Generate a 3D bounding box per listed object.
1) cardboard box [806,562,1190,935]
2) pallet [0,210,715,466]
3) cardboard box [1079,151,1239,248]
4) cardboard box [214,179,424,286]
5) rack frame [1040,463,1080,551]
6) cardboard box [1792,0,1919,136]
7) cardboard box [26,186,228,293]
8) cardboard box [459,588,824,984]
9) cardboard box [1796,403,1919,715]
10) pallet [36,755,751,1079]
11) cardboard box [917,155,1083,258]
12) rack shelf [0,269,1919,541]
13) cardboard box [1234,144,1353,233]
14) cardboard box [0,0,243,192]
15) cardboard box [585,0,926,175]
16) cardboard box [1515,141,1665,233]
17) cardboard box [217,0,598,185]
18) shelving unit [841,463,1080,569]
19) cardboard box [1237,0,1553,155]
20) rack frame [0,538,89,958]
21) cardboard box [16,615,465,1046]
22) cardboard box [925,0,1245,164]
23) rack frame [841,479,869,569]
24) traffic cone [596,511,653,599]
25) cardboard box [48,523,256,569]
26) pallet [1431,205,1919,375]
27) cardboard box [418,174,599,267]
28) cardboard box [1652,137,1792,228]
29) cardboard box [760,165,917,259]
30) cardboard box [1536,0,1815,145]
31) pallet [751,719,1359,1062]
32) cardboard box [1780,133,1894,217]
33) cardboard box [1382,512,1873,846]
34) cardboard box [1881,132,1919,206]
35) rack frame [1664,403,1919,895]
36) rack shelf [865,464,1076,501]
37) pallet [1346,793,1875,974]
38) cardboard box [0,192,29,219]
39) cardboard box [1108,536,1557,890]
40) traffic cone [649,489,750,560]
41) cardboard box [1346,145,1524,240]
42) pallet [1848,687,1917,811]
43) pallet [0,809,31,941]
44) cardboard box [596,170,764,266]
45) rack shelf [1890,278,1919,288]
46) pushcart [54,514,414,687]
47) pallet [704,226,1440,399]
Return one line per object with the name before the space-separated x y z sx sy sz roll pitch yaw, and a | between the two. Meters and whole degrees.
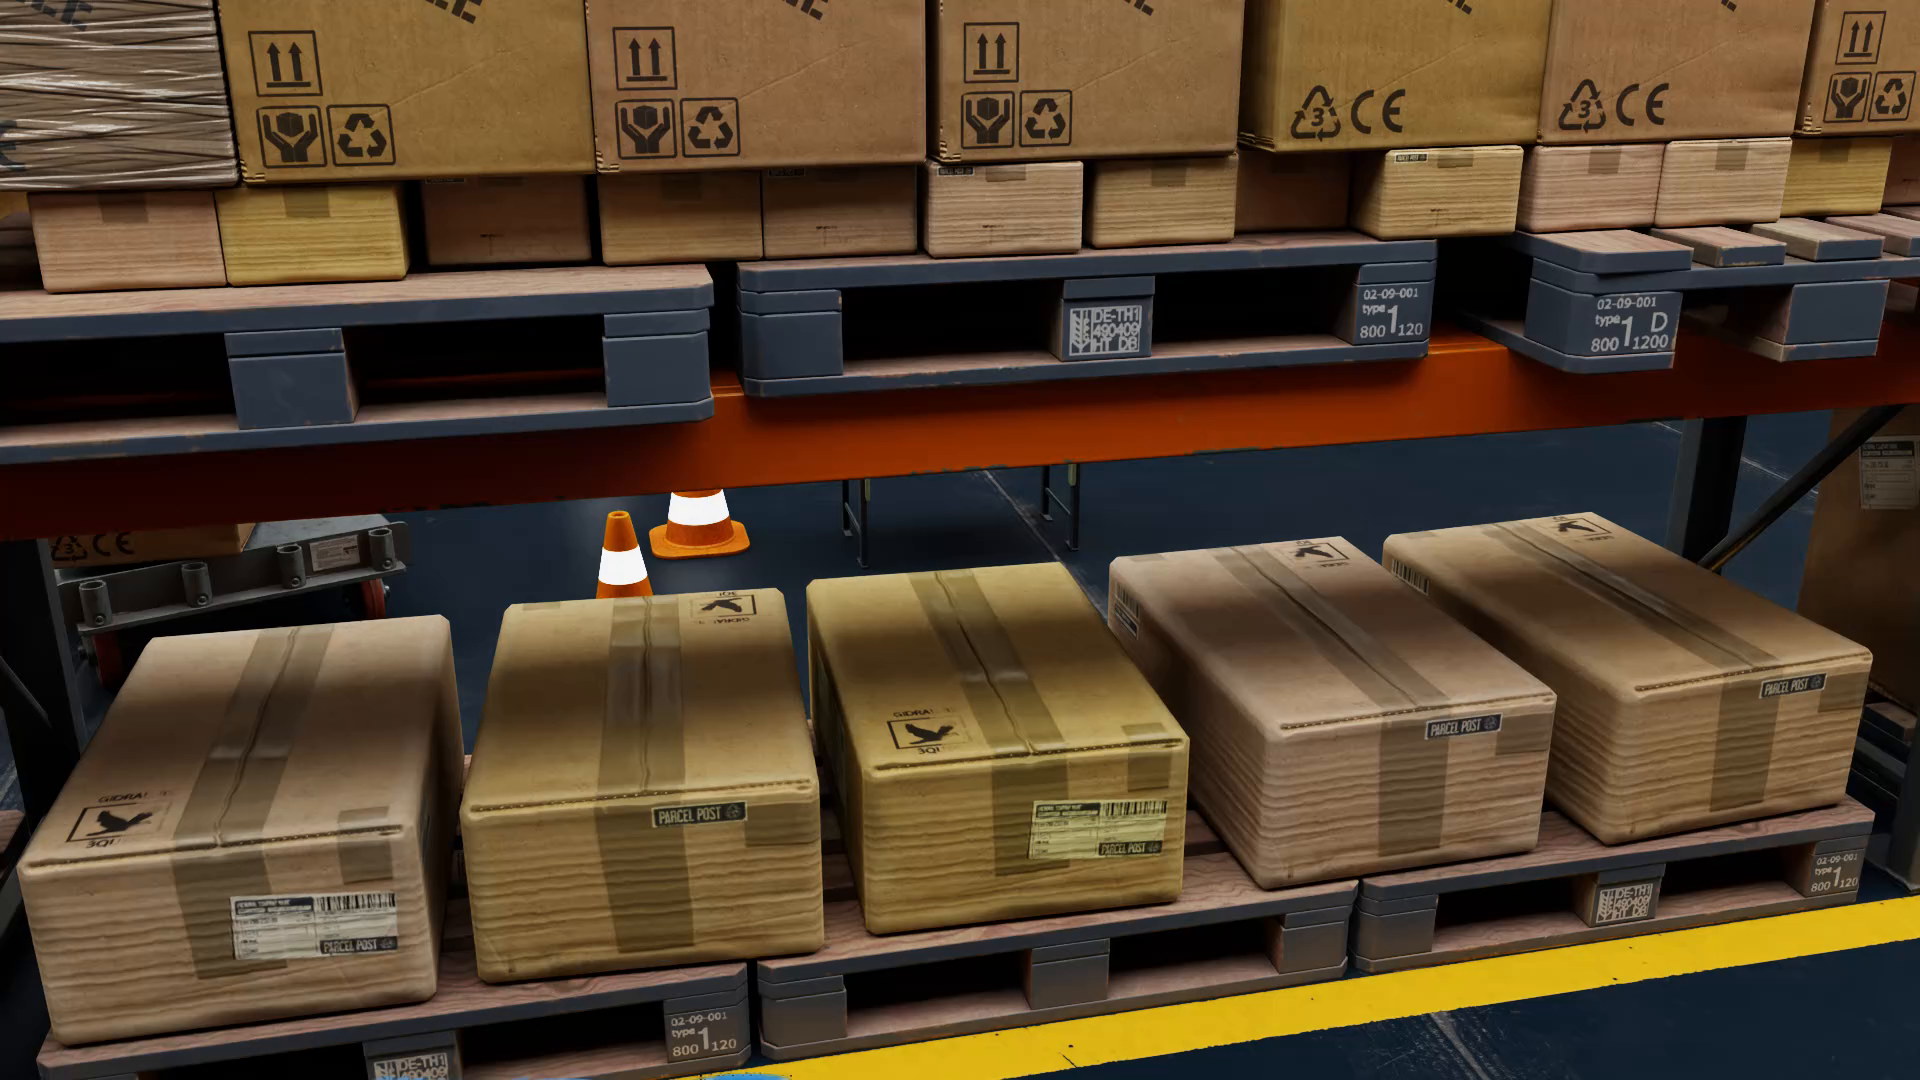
cardboard box | 0.038 0.401 3.568 0.625 0.372 0.950 -4 20 -11
pallet | -1.069 -0.401 2.828 1.213 0.211 1.003 -5 21 -12
cardboard box | 0.292 -0.621 2.905 0.250 0.149 0.380 -5 21 -14
cardboard box | -0.991 -0.513 2.610 0.250 0.149 0.380 -4 21 -11
rack frame | 0.350 -0.733 5.634 0.023 1.500 0.400 -5 21 -12
cardboard box | 1.668 -1.051 3.134 0.500 0.500 0.500 -5 21 -14
cardboard box | -1.236 -0.497 2.564 0.250 0.149 0.380 -4 21 -12
cardboard box | -0.638 0.457 3.416 0.625 0.372 0.950 -3 20 -9
cardboard box | 2.737 -0.022 3.993 0.875 0.875 0.875 -5 21 -13
pallet | -1.089 0.768 3.412 1.213 0.211 1.003 -5 21 -12
cardboard box | 0.039 -0.590 2.820 0.250 0.149 0.380 -4 20 -10
rack shelf | 0.100 -0.300 3.318 4.000 0.370 1.077 -5 21 -12
cardboard box | 0.517 -0.669 3.034 0.250 0.149 0.380 -4 21 -12
cardboard box | -1.324 -0.804 2.461 0.500 0.500 0.500 -4 21 -11
cardboard box | -0.353 -0.879 2.664 0.500 0.500 0.500 -5 21 -13
cardboard box | 1.055 -0.673 3.045 0.250 0.149 0.380 -6 21 -15
cardboard box | -0.837 -0.844 2.570 0.500 0.500 0.500 -5 21 -12
shelving unit | -0.006 -0.704 5.555 0.755 1.500 0.431 -5 21 -12
cardboard box | 0.676 -0.966 2.902 0.500 0.500 0.500 -6 21 -16
rack frame | -1.847 -0.479 2.762 0.127 3.000 1.000 -5 21 -12
cardboard box | -1.337 0.515 3.258 0.625 0.372 0.950 -4 21 -12
cardboard box | 0.145 -0.923 2.785 0.500 0.500 0.500 -6 21 -15
rack frame | -0.363 -0.675 5.476 0.023 1.500 0.400 -5 21 -12
traffic cone | -0.962 0.145 4.746 0.334 0.463 0.336 -5 21 -12
cardboard box | -2.285 -0.255 4.682 0.500 0.500 0.500 -5 21 -12
pallet | 1.377 -0.614 3.408 1.003 0.211 1.213 -5 21 -12
cardboard box | -0.733 -0.561 2.741 0.250 0.149 0.380 -3 20 -9
cardboard box | 1.302 -0.690 3.092 0.250 0.149 0.380 -5 21 -13
cardboard box | -0.232 -0.587 2.810 0.250 0.149 0.380 -4 21 -12
cardboard box | 1.167 -1.006 3.012 0.500 0.500 0.500 -5 21 -13
pallet | 0.100 0.670 3.678 1.213 0.211 1.003 -5 21 -12
cardboard box | 1.537 -0.725 3.188 0.250 0.149 0.380 -4 21 -12
cardboard box | 1.494 0.282 3.893 0.625 0.372 0.950 -6 21 -16
cardboard box | 1.781 -0.770 3.312 0.250 0.149 0.380 -4 20 -10
rack frame | 2.046 -0.796 3.627 0.127 3.000 1.000 -5 21 -12
rack shelf | -0.006 -0.398 5.667 0.720 0.370 0.431 -5 21 -12
pallet | 1.285 0.575 3.939 1.213 0.211 1.003 -5 21 -12
cardboard box | -3.712 -1.301 7.485 0.875 0.875 0.875 -4 21 -12
cardboard box | 0.778 0.343 3.727 0.625 0.372 0.950 -5 21 -14
traffic cone | -0.910 -0.213 5.722 0.334 0.463 0.336 -5 21 -12
cardboard box | 0.791 -0.646 2.973 0.250 0.149 0.380 -4 21 -12
pallet | 2.831 0.476 4.208 1.213 0.211 1.003 -5 21 -12
pallet | -2.492 0.895 3.065 1.213 0.211 1.003 -5 21 -12
cardboard box | -0.473 -0.568 2.758 0.250 0.149 0.380 -4 21 -12
rack shelf | 3.992 -0.616 4.182 4.000 0.370 1.077 -5 21 -12
pushcart | -2.420 -0.007 5.286 0.936 0.377 1.648 -13 24 -31
pallet | 0.129 -0.536 3.194 1.213 0.211 1.003 -5 21 -12
